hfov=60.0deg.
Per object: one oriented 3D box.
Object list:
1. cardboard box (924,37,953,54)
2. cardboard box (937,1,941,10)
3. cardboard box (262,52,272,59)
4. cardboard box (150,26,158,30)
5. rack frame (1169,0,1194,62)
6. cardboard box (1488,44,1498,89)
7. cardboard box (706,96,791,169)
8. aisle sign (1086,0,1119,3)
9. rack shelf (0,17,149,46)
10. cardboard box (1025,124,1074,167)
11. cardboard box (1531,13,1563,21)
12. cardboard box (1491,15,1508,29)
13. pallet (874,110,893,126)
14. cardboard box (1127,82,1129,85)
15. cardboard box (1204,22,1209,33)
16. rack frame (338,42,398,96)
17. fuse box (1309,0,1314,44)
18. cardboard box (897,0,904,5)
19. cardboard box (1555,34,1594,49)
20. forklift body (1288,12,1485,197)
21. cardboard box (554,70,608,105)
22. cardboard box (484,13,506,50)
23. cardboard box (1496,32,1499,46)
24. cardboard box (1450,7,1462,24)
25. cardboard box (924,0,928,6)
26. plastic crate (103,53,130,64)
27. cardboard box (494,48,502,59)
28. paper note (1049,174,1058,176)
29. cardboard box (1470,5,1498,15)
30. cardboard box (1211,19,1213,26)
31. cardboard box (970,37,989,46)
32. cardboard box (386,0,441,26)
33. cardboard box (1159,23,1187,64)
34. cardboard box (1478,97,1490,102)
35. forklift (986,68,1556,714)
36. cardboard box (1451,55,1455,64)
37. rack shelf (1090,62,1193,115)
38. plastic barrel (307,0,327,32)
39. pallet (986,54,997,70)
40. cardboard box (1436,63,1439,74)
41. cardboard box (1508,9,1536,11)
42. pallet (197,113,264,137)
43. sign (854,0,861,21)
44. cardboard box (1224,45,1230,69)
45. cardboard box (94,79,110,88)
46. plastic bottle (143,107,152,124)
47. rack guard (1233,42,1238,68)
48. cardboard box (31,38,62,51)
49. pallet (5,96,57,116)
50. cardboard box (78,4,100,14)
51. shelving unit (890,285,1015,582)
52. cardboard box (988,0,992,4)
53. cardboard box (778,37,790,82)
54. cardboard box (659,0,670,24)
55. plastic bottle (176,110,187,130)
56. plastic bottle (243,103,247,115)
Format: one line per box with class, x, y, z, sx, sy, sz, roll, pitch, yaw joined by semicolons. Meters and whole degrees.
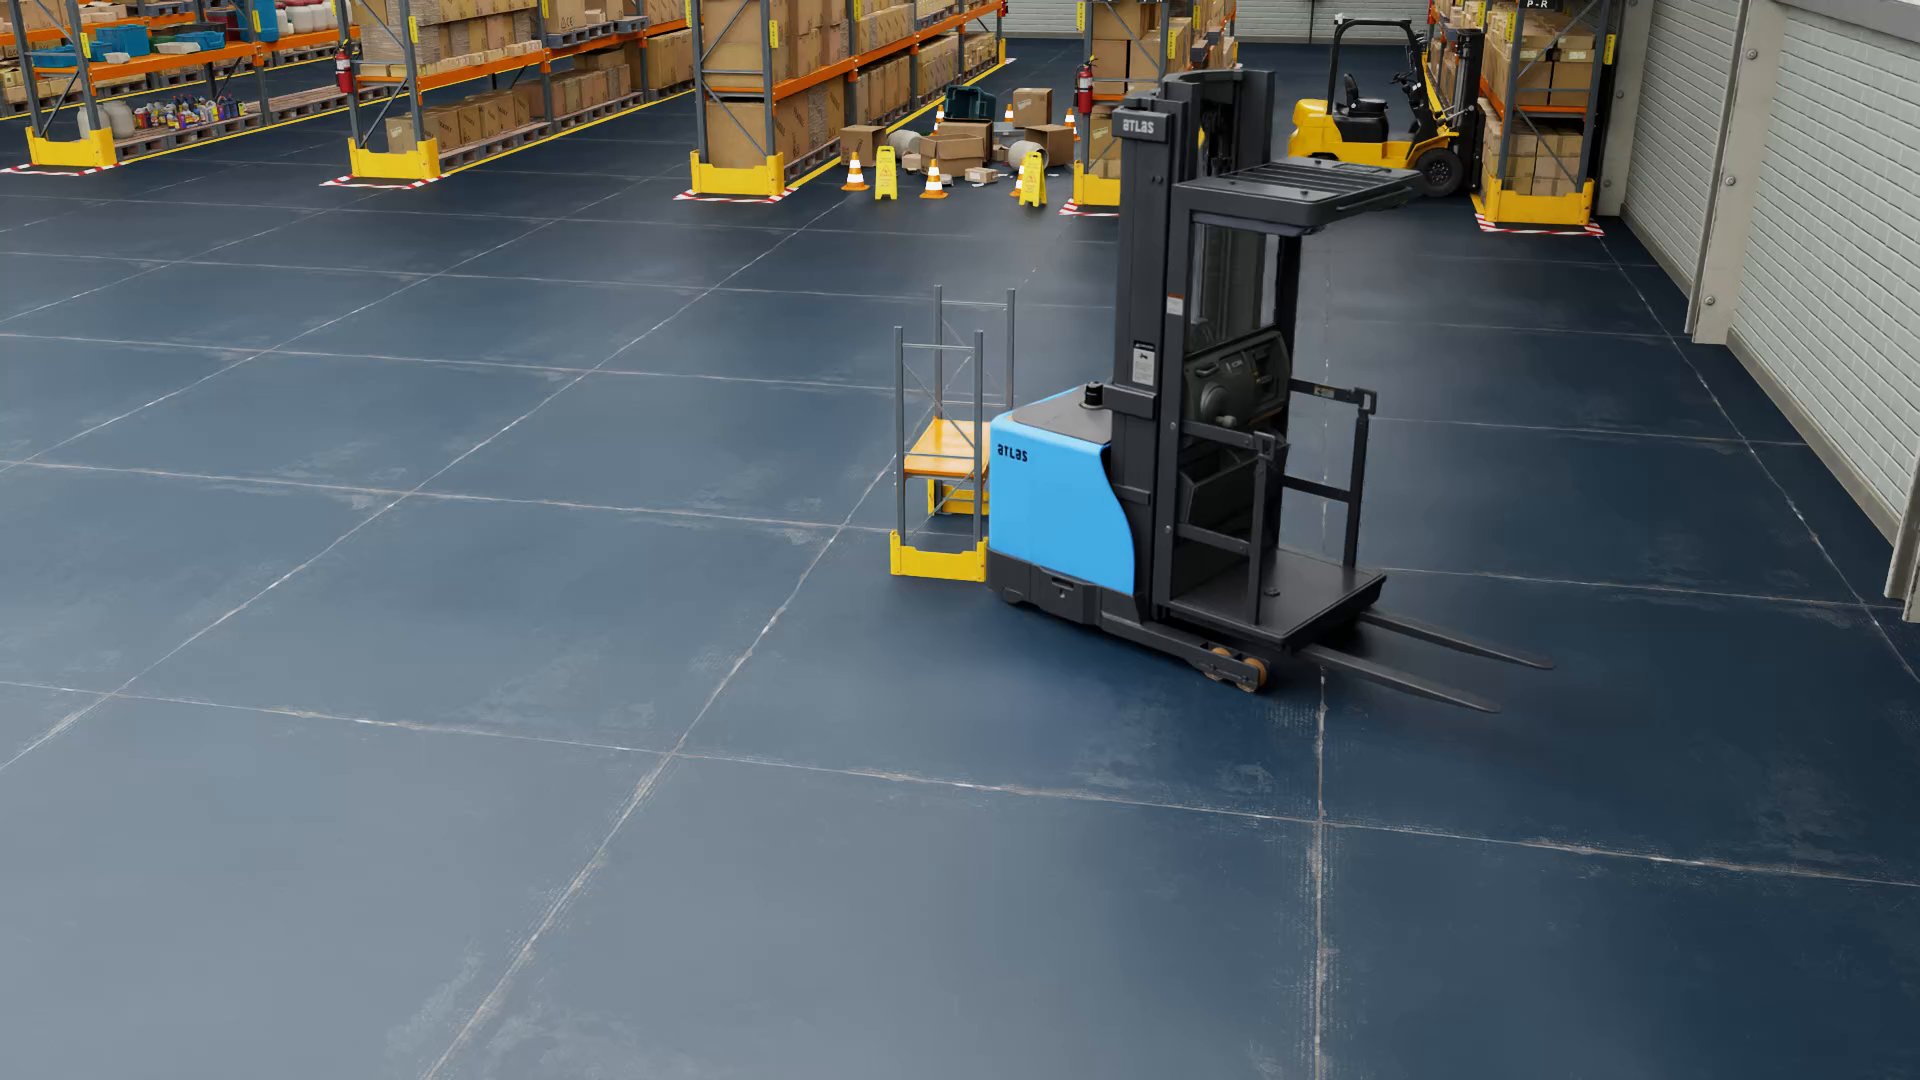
cardboard box;-0.441;-9.212;30.992;0.500;0.250;0.500;6;23;13
cardboard box;-0.569;-9.749;30.319;0.380;0.149;0.250;5;23;13
cardboard box;-14.771;-10.321;34.723;0.500;0.500;0.500;4;22;11
cardboard box;-19.132;-11.907;38.687;0.700;0.500;0.500;4;22;11
rack frame;2.815;-7.041;23.822;1.000;3.000;0.127;4;22;11
cardboard box;7.014;-6.009;21.125;0.500;0.500;0.500;5;22;11
cardboard box;-2.794;-5.381;21.982;0.875;0.875;0.875;5;22;11
aisle sign;1.703;-6.784;19.703;0.394;0.787;0.004;4;22;11
rack shelf;-16.175;-8.951;29.527;1.077;0.370;4.000;4;22;11
cardboard box;1.265;-5.595;23.573;0.500;0.500;0.500;-16;27;-35
cardboard box;7.814;-6.921;22.123;0.380;0.149;0.250;4;22;9
cardboard box;7.159;-6.773;21.755;0.380;0.149;0.250;5;22;12
pallet;-1.721;-6.824;27.014;1.003;0.211;1.213;4;22;11
cardboard box;2.095;-5.988;21.542;0.380;0.149;0.250;5;22;12
cardboard box;3.702;-8.052;26.107;0.380;0.149;0.250;5;22;12
rack frame;-10.919;-9.637;30.268;1.000;3.000;0.127;4;22;11
fuse box;8.418;-12.683;39.555;0.539;1.711;0.414;4;22;11
cardboard box;-1.336;-9.191;27.688;0.700;0.500;0.500;4;22;11
cardboard box;7.137;-5.793;19.323;0.380;0.149;0.250;4;22;10
forklift body;5.460;-5.640;21.480;2.313;2.155;1.214;4;22;11
cardboard box;-6.397;-7.646;28.081;0.700;0.500;0.500;6;23;15
cardboard box;-7.178;-7.451;24.306;0.875;0.500;0.500;4;22;11
cardboard box;7.018;-6.351;21.106;0.380;0.149;0.250;4;22;10
cardboard box;8.390;-8.663;27.487;0.500;0.250;0.500;3;22;8
cardboard box;-0.784;-9.512;29.332;0.380;0.149;0.250;5;22;11
plastic crate;-12.053;-6.892;23.804;0.298;0.136;0.250;4;22;11
cardboard box;-6.946;-7.126;24.368;0.380;0.149;0.250;4;22;11
paper note;1.278;-4.987;22.694;0.142;0.019;0.148;-3;22;-8
cardboard box;8.017;-8.090;25.424;0.380;0.149;0.250;5;22;12
cardboard box;3.978;-8.595;27.879;0.500;0.250;0.500;4;22;10
cardboard box;0.386;-10.322;34.424;0.380;0.149;0.250;5;23;13
cardboard box;-7.323;-7.163;22.252;0.500;0.500;0.500;4;22;11
cardboard box;2.768;-6.665;22.357;0.500;0.500;0.500;5;22;12
cardboard box;7.270;-5.895;22.755;0.500;0.250;0.500;4;22;10
forklift;1.590;-0.811;8.445;3.031;2.935;1.130;18;28;38
cardboard box;8.822;-8.424;29.170;0.380;0.149;0.250;4;22;11
rack shelf;2.407;-5.976;22.140;1.077;0.370;4.000;4;22;11
plastic barrel;-11.087;-8.997;28.496;0.433;0.535;0.433;0;22;0
pallet;0.182;-10.155;35.285;1.003;0.211;1.213;4;22;11
cardboard box;9.207;-8.873;31.469;0.396;0.266;0.258;5;23;13
cardboard box;8.329;-7.777;24.647;0.380;0.149;0.250;5;22;12
pallet;-11.913;-6.639;26.554;1.003;0.211;1.213;4;22;11
sign;-1.507;-7.778;24.387;0.100;0.325;0.005;4;22;11
cardboard box;4.863;-9.522;32.850;0.875;0.438;0.875;4;22;9
cardboard box;-15.843;-8.352;30.195;0.500;0.250;0.500;5;22;12
plastic bottle;-12.499;-6.498;25.530;0.152;0.276;0.135;4;22;9
rack guard;5.269;-10.279;35.208;1.175;0.500;0.348;4;22;11
cardboard box;-19.806;-10.805;35.484;0.750;0.750;0.750;5;22;12
pallet;-16.471;-7.532;28.774;1.003;0.211;1.213;4;22;11
cardboard box;-16.139;-9.663;30.450;0.500;0.311;0.500;4;22;10
shelving unit;-0.016;-0.668;10.004;0.587;1.500;1.083;4;22;11
cardboard box;0.455;-11.237;34.576;0.380;0.149;0.250;5;22;12
cardboard box;-2.745;-6.330;21.856;0.875;0.550;0.550;4;22;11
cardboard box;-5.601;-9.652;30.170;0.500;0.500;0.500;4;22;9
plastic bottle;-11.812;-6.376;25.218;0.061;0.283;0.133;5;22;12
plastic bottle;-11.504;-6.924;26.688;0.097;0.201;0.097;0;22;0
